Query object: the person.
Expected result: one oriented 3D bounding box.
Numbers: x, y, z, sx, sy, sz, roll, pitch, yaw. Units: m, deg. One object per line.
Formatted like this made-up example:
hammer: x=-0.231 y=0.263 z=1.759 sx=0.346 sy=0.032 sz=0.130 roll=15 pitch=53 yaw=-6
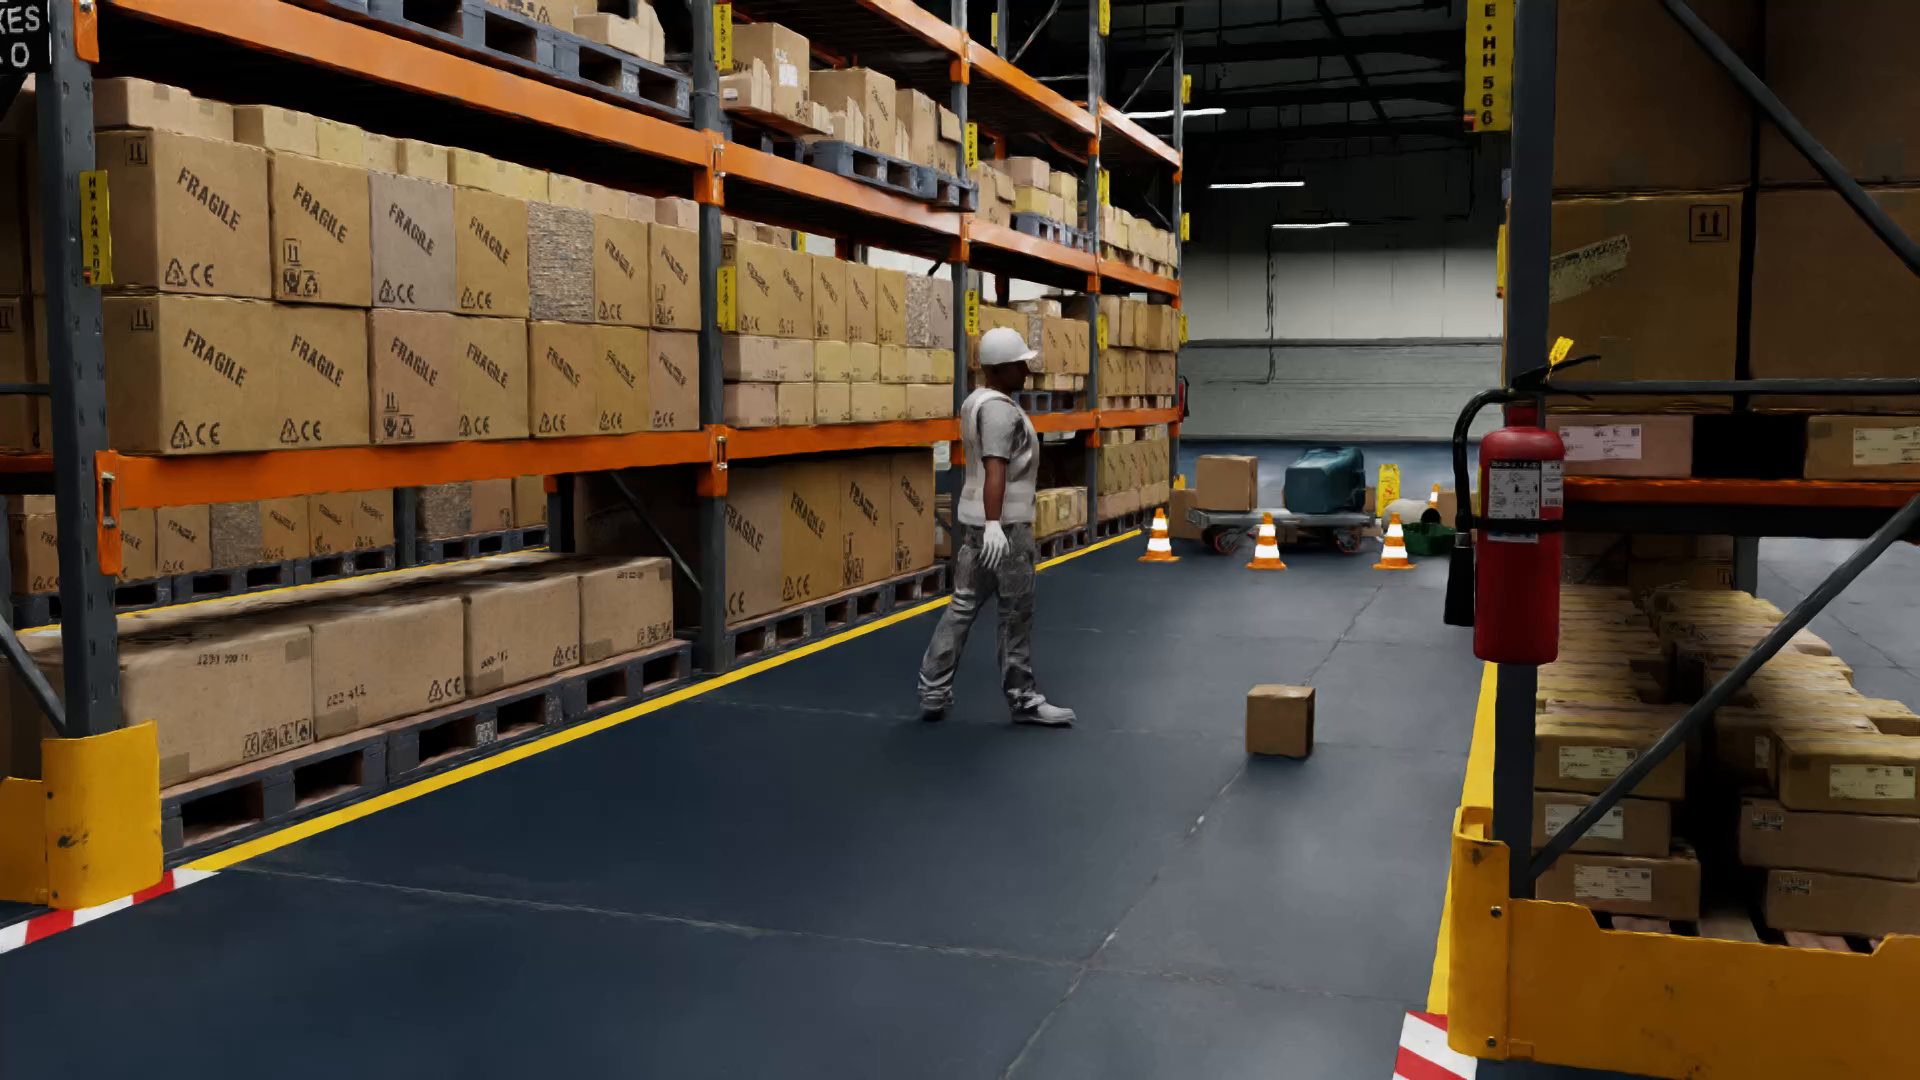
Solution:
person: x=0.163 y=-0.061 z=7.489 sx=0.659 sy=1.781 sz=0.706 roll=-1 pitch=5 yaw=-15
